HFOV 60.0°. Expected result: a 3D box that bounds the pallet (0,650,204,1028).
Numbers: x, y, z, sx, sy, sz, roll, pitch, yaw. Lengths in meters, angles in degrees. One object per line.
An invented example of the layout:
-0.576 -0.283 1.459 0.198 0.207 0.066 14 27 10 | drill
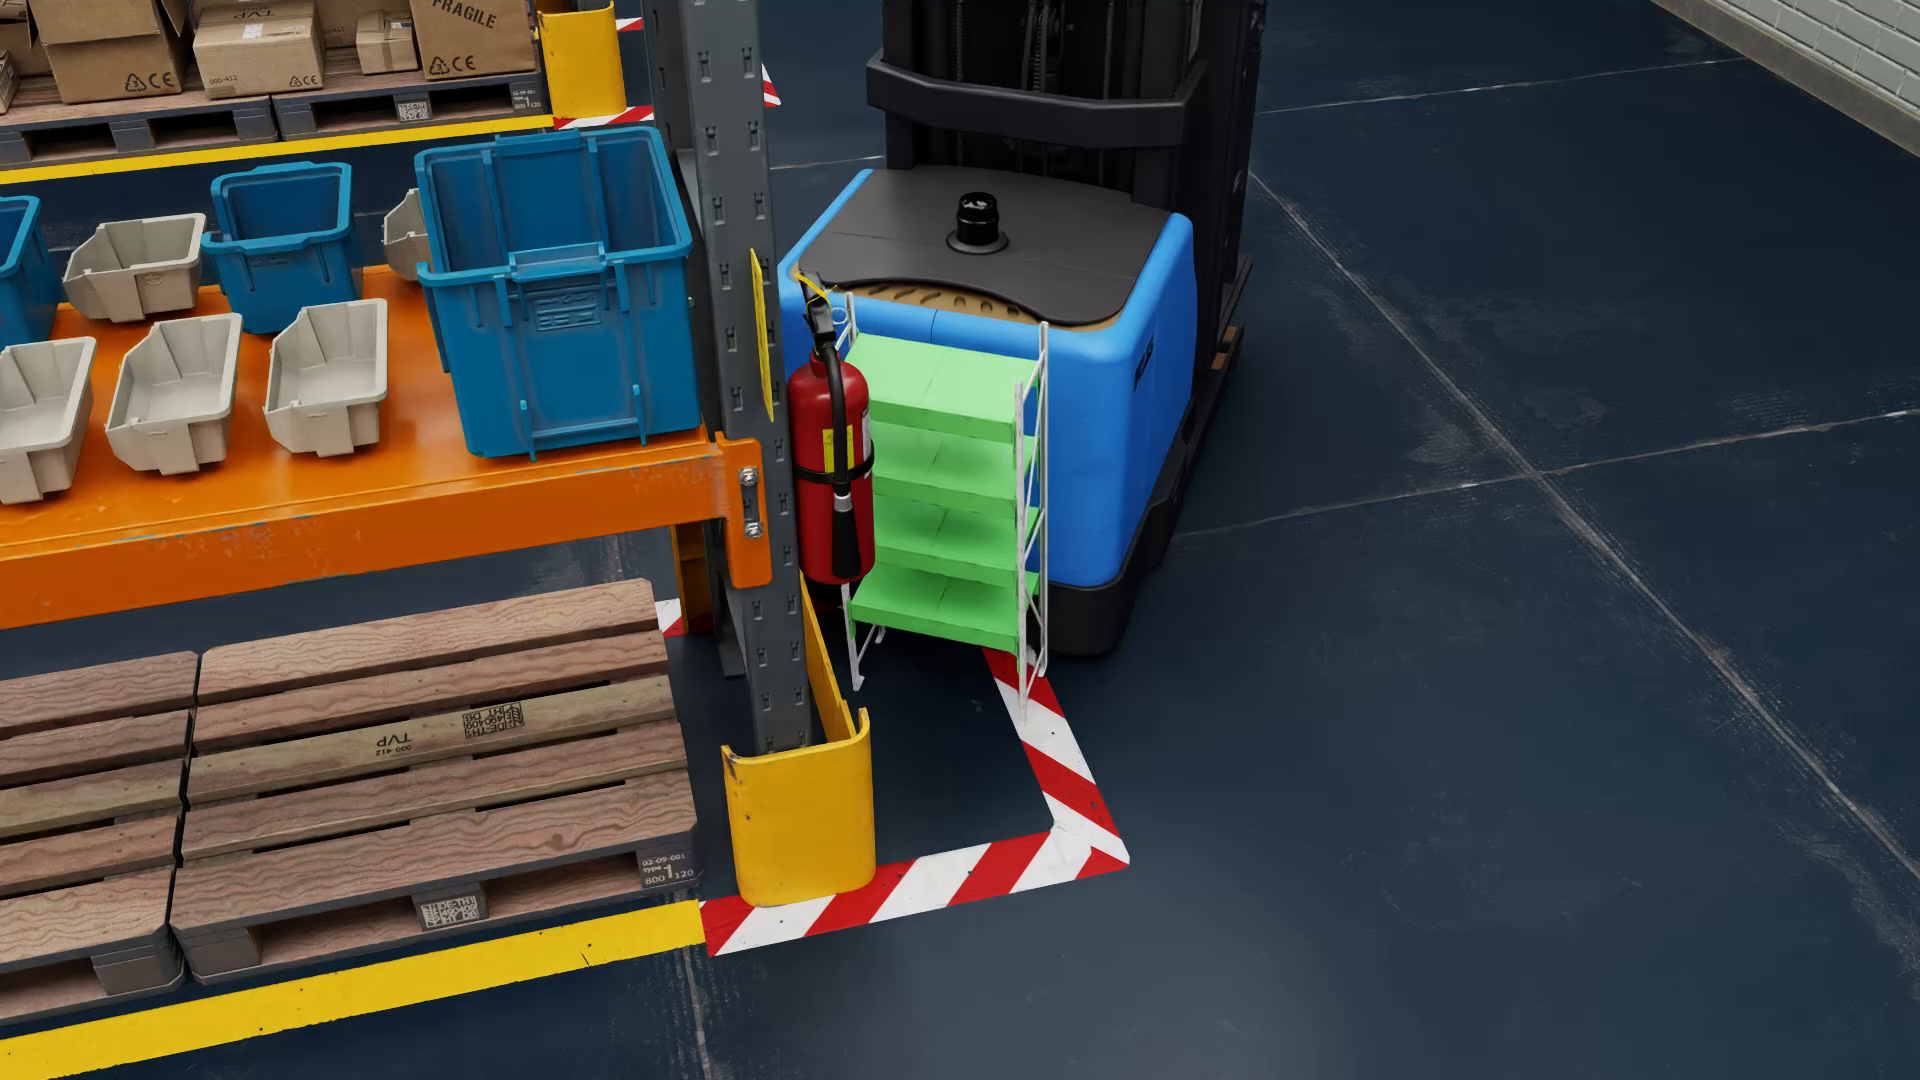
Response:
-2.515 0.767 4.074 1.213 0.211 1.003 -9 38 -12 | pallet

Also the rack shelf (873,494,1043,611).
-0.045 0.003 4.343 0.480 0.148 0.258 11 45 14 | rack shelf

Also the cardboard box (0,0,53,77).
-4.483 -2.394 7.762 0.500 0.311 0.500 -9 38 -12 | cardboard box

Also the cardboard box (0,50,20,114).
-4.389 -2.044 7.423 0.250 0.166 0.380 -9 38 -12 | cardboard box

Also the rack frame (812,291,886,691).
-0.280 -0.087 4.356 0.015 1.200 0.240 11 45 14 | rack frame

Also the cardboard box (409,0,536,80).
-2.282 -2.497 7.741 0.500 0.500 0.500 -9 38 -12 | cardboard box

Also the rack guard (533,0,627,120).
-1.895 -2.541 8.160 0.348 0.500 1.175 -9 38 -12 | rack guard

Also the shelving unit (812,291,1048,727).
-0.047 -0.043 4.299 0.503 1.200 0.258 11 45 14 | shelving unit

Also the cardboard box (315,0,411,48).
-2.903 -2.630 8.120 0.500 0.250 0.500 -9 38 -12 | cardboard box

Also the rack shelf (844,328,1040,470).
-0.062 -0.344 4.011 0.480 0.148 0.258 11 45 14 | rack shelf

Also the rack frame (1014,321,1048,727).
0.186 0.000 4.241 0.015 1.200 0.240 11 45 14 | rack frame

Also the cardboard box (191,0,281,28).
-3.386 -2.550 8.016 0.500 0.250 0.500 -9 38 -12 | cardboard box

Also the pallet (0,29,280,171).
-3.840 -2.108 7.832 1.213 0.211 1.003 -9 38 -12 | pallet

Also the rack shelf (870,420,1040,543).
-0.053 -0.171 4.177 0.480 0.148 0.258 11 45 14 | rack shelf

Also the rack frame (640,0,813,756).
-0.534 -0.640 3.618 0.127 3.000 1.000 -9 38 -12 | rack frame

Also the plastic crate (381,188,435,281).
-1.189 -0.711 3.878 0.298 0.136 0.250 -9 38 -12 | plastic crate

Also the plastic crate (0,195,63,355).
-2.129 -0.543 3.579 0.300 0.233 0.416 -9 38 -12 | plastic crate

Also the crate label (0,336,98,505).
-1.820 -0.228 3.246 0.243 0.136 0.396 -9 38 -12 | crate label

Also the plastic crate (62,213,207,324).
-1.844 -0.603 3.737 0.298 0.136 0.250 -9 38 -12 | plastic crate

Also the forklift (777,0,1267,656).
0.397 -1.736 5.107 1.130 2.935 3.031 11 39 14 | forklift

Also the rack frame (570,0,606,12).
-1.821 -3.546 7.416 0.127 3.000 1.000 -9 38 -12 | rack frame

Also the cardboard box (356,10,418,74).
-2.697 -2.353 7.827 0.250 0.166 0.380 -9 38 -12 | cardboard box

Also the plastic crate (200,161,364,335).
-1.493 -0.647 3.715 0.300 0.233 0.416 -9 38 -12 | plastic crate

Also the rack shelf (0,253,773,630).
-2.464 -0.037 3.422 4.000 0.370 1.077 -9 38 -12 | rack shelf

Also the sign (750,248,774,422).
-0.374 -0.384 3.149 0.005 0.325 0.100 -9 38 -12 | sign

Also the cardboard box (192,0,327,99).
-3.207 -2.265 7.643 0.500 0.250 0.500 -9 38 -12 | cardboard box

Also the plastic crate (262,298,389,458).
-1.274 -0.323 3.372 0.243 0.136 0.396 -9 38 -12 | plastic crate

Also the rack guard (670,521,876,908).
-0.514 0.342 4.392 0.348 0.500 1.175 -9 38 -12 | rack guard

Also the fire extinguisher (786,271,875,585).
-0.269 -0.218 3.437 0.183 0.674 0.296 -9 38 -12 | fire extinguisher

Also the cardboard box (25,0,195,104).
-3.871 -2.396 7.606 0.637 0.503 0.797 -9 38 -12 | cardboard box

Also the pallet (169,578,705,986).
-1.340 0.576 4.324 1.213 0.211 1.003 -9 38 -12 | pallet

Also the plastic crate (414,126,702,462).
-0.808 -0.515 3.376 0.499 0.435 0.616 -9 38 -12 | plastic crate

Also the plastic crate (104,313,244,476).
-1.557 -0.286 3.323 0.243 0.136 0.396 -9 38 -12 | plastic crate

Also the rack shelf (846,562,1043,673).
-0.036 0.176 4.509 0.480 0.148 0.258 11 45 14 | rack shelf

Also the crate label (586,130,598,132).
-0.858 -0.751 3.851 0.303 0.233 0.416 -9 38 -12 | crate label

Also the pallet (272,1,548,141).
-2.664 -2.299 8.082 1.213 0.211 1.003 -9 38 -12 | pallet
